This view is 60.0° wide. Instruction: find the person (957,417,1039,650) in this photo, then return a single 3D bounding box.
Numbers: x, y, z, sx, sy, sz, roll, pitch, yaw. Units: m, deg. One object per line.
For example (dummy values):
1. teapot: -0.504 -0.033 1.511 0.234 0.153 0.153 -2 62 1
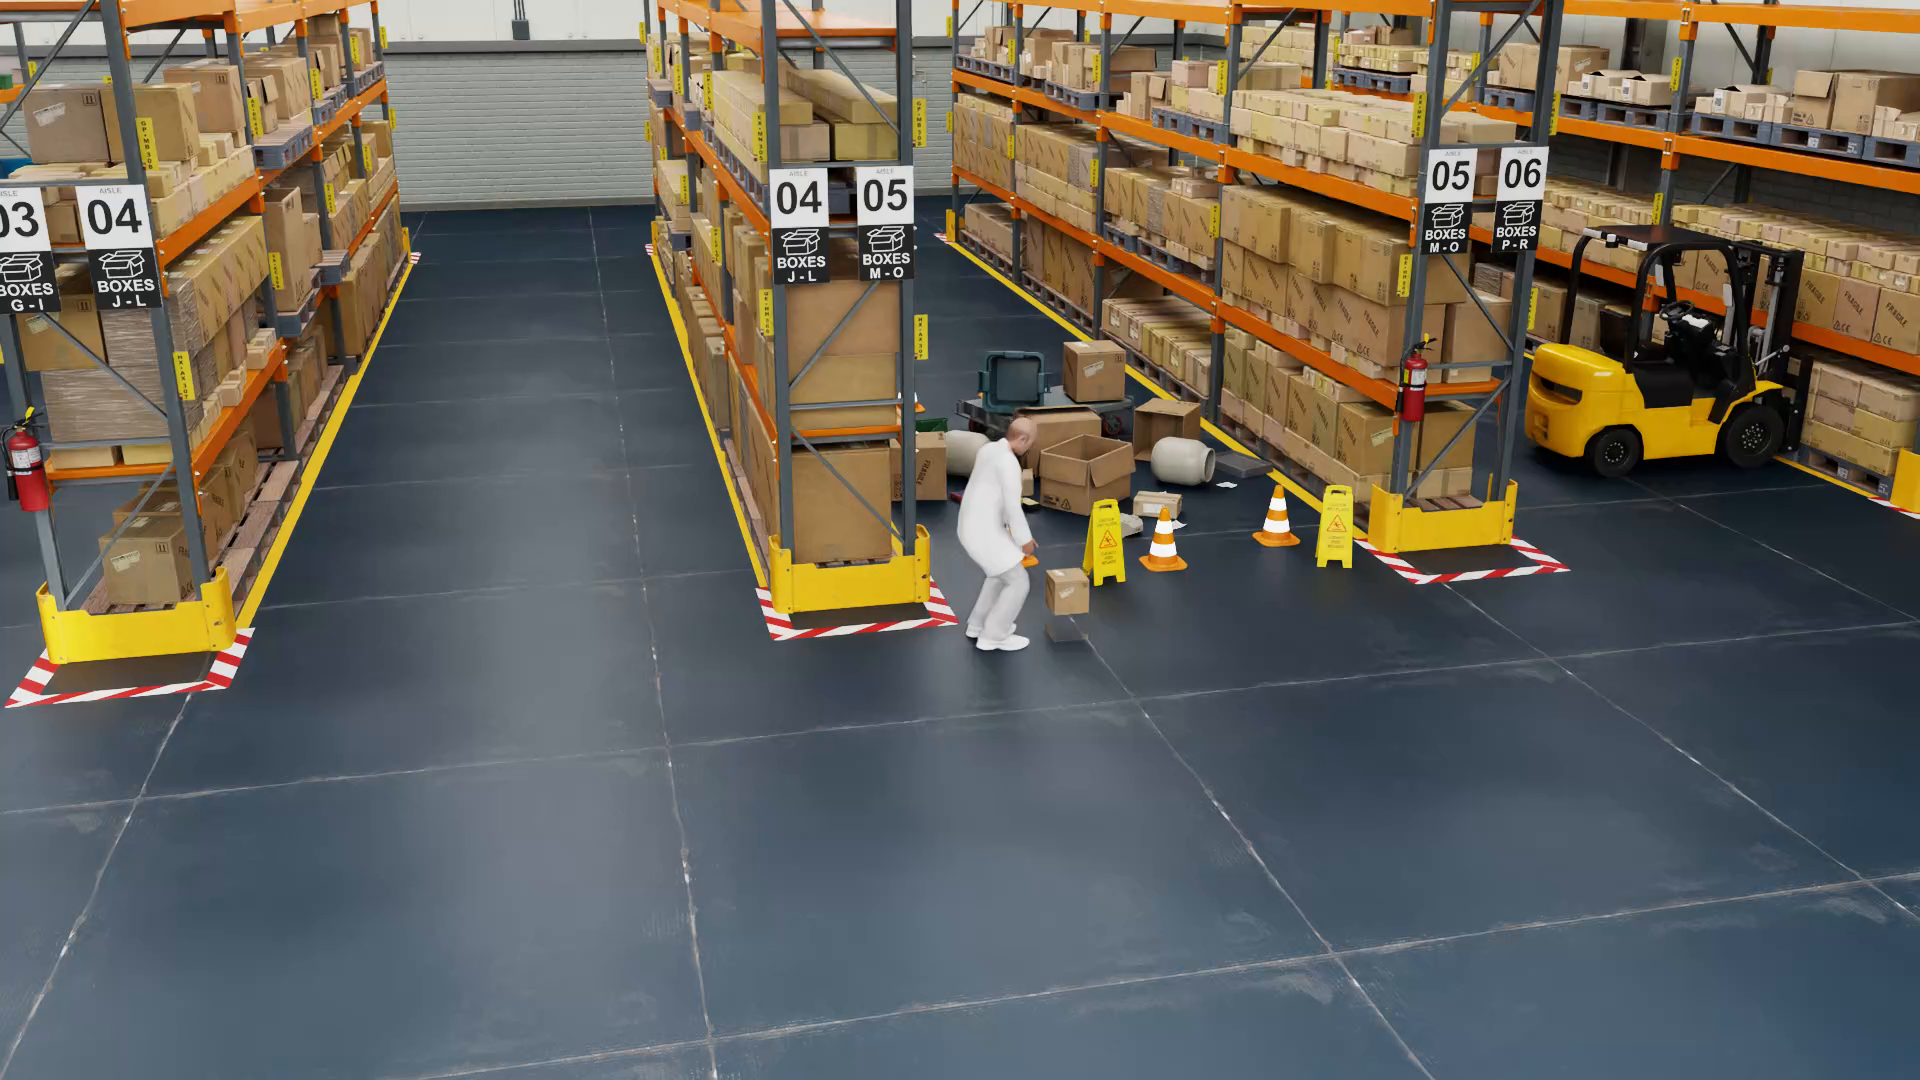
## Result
1. person: 0.257 -0.057 11.519 0.564 1.612 0.618 -4 20 -12
